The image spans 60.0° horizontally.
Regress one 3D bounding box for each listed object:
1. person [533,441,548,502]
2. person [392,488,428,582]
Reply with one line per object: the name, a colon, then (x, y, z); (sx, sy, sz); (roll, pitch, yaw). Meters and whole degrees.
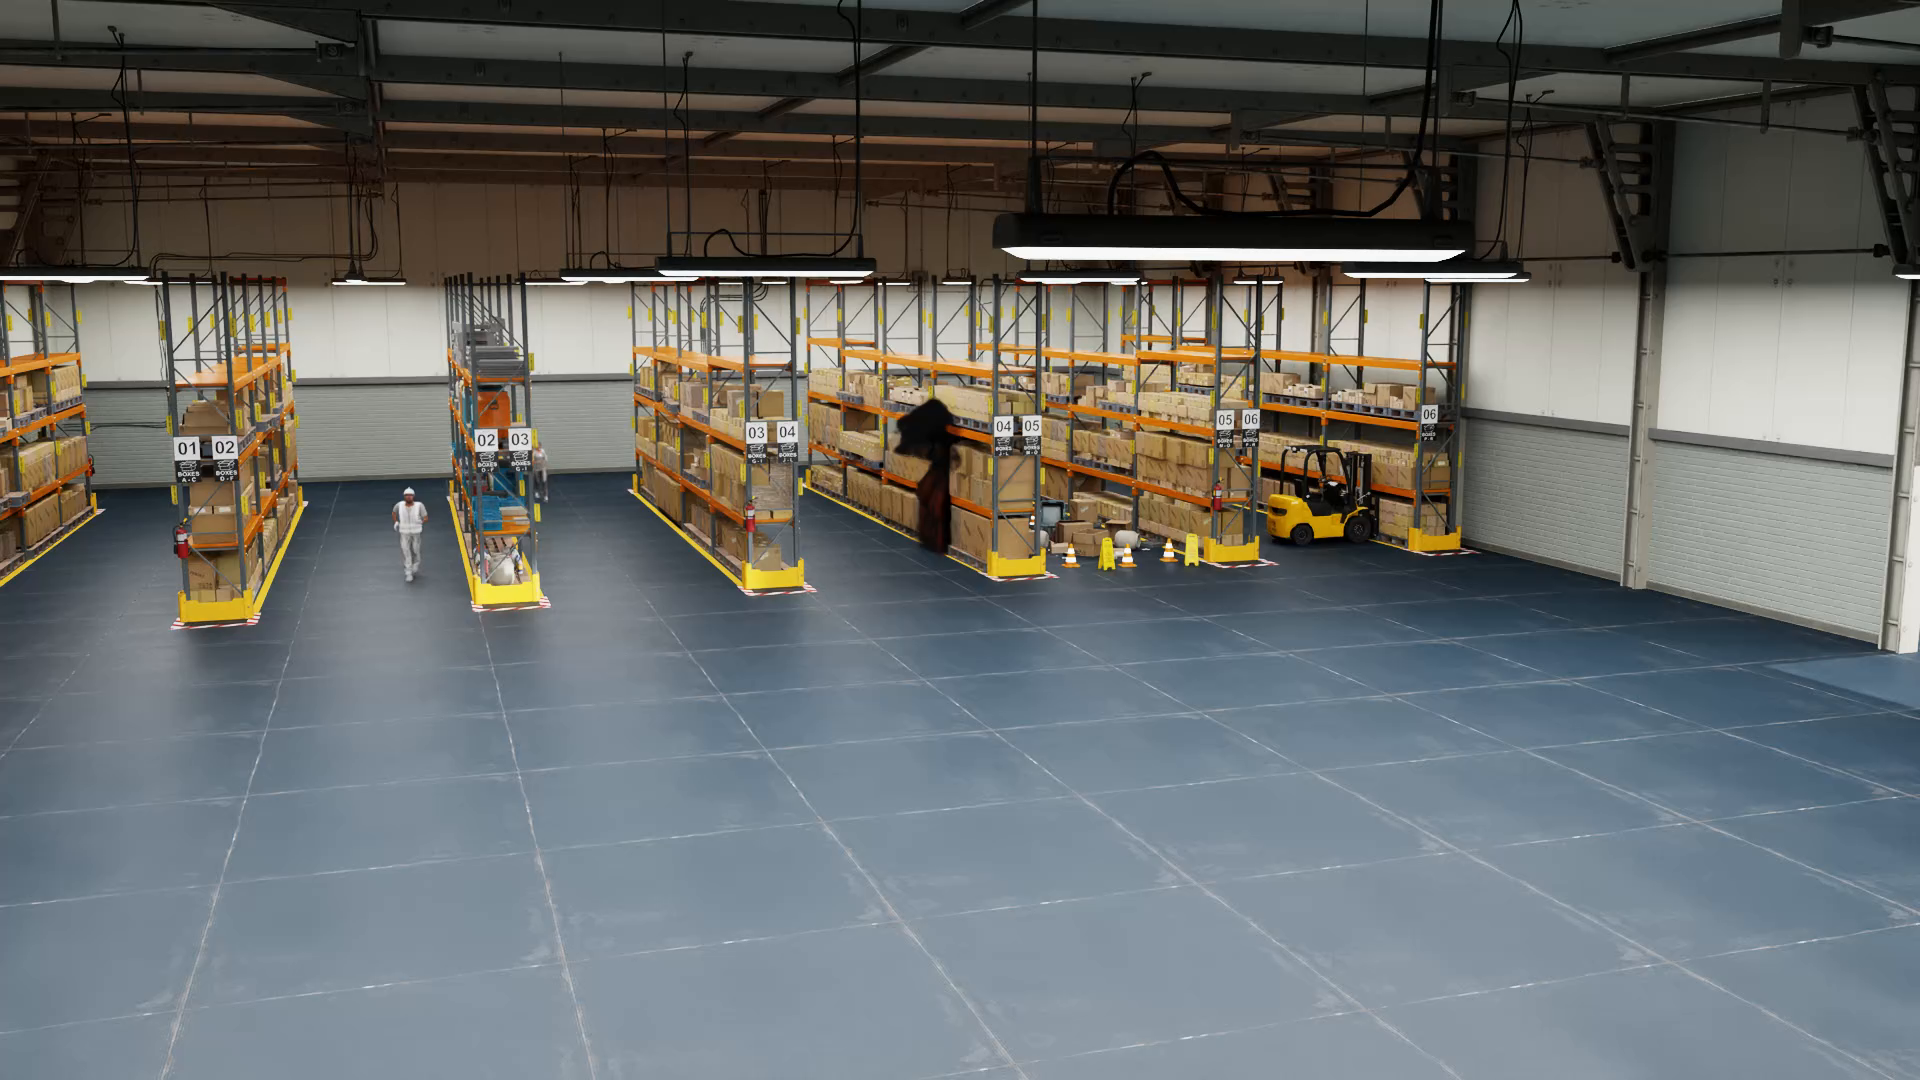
person: (-11.393, -1.856, 44.995); (0.529, 1.617, 0.815); (-5, 10, -28)
person: (-10.890, -0.135, 32.976); (0.682, 1.794, 0.990); (-2, 9, -16)
